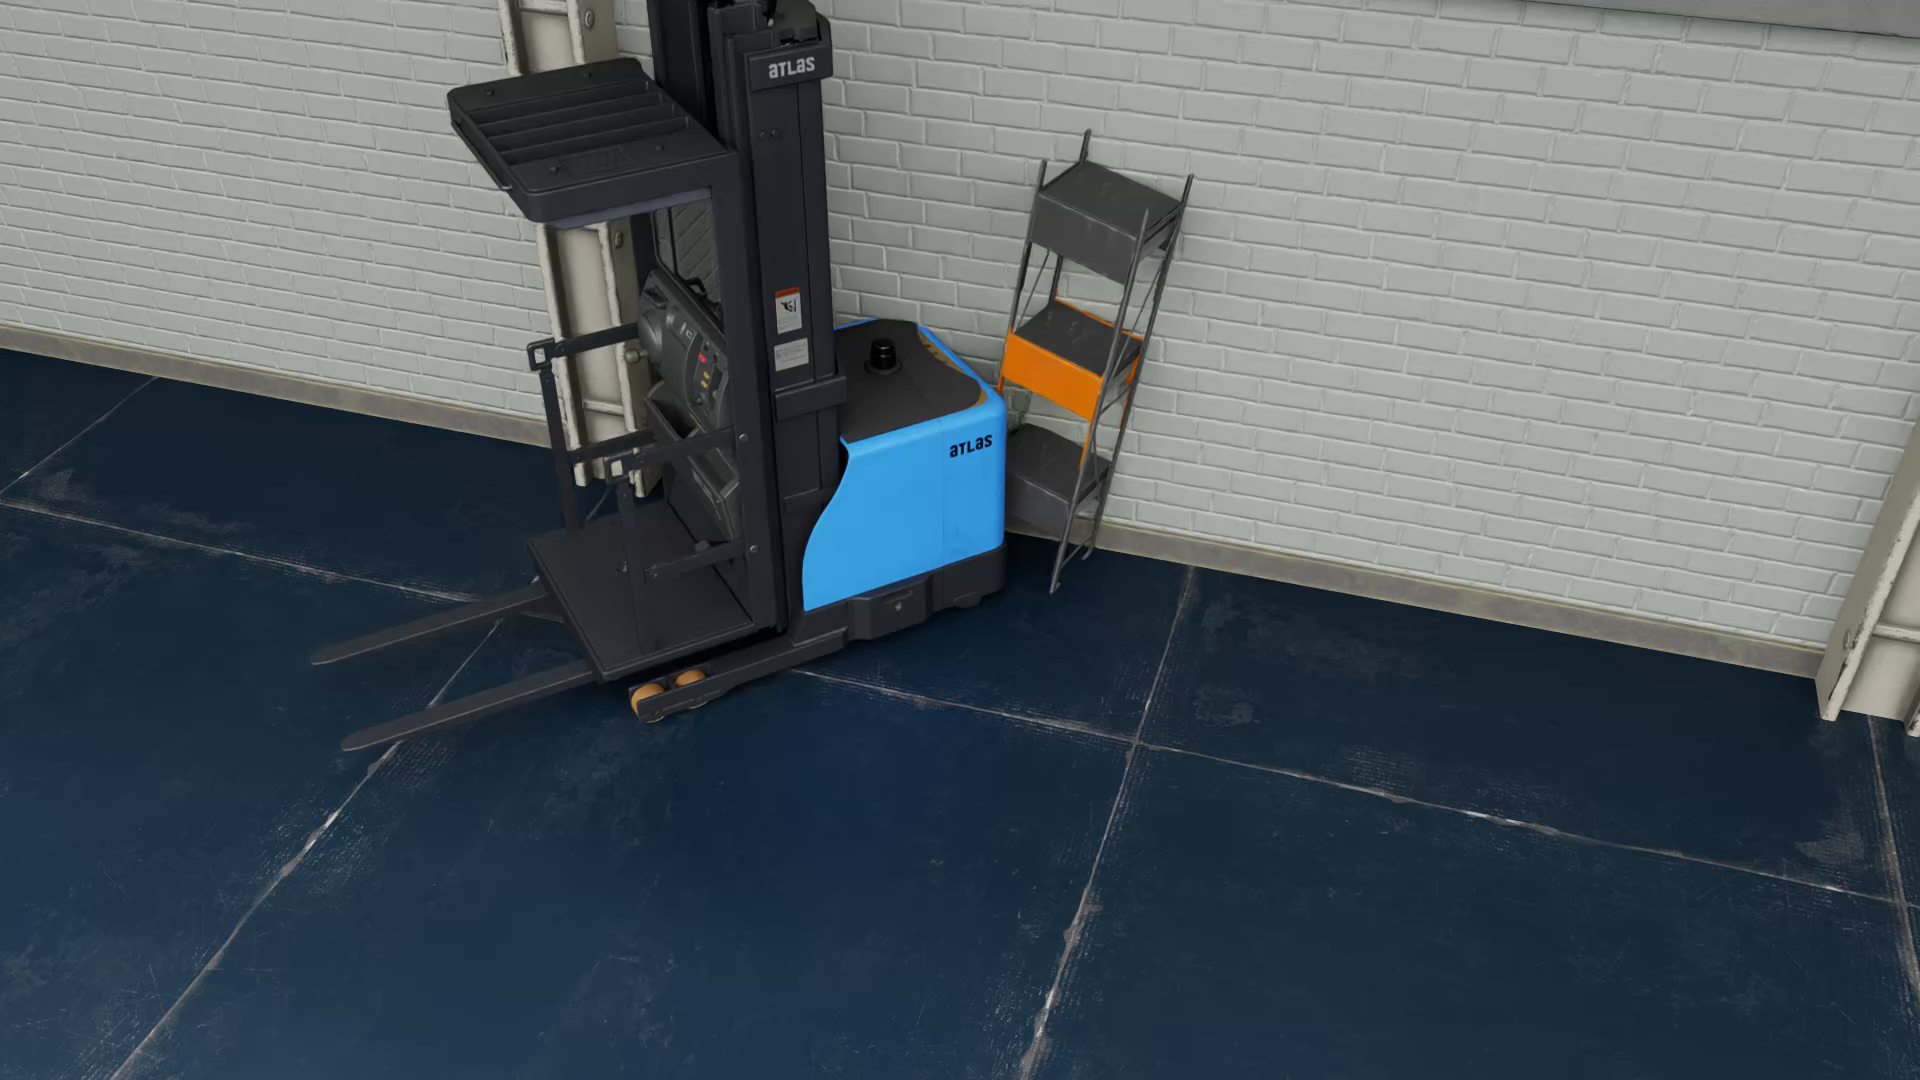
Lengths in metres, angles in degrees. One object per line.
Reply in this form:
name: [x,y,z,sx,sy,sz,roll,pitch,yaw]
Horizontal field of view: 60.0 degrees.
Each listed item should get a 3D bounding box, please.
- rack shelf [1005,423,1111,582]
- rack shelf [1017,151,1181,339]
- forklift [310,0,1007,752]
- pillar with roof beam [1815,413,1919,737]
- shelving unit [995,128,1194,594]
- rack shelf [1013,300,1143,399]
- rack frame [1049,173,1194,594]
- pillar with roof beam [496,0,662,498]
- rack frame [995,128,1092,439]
rack shelf: [0.383,-0.204,7.885,0.480,0.518,0.431,29,44,19]
rack shelf: [0.587,-1.236,6.962,0.480,0.518,0.431,29,44,19]
forklift: [-1.322,-0.752,6.799,3.031,2.935,1.130,-18,40,-23]
pillar with roof beam: [2.681,-0.467,1.293,0.400,9.000,9.100,10,38,14]
shelving unit: [0.487,-0.730,7.414,0.503,2.100,0.431,29,44,19]
rack shelf: [0.505,-0.821,7.333,0.457,0.174,0.368,29,44,19]
rack frame: [0.689,-0.620,7.335,0.015,2.100,0.400,29,44,19]
pillar with roof beam: [-3.046,-1.528,2.734,0.400,9.000,9.100,10,38,14]
rack frame: [0.284,-0.841,7.493,0.015,2.100,0.400,29,44,19]
